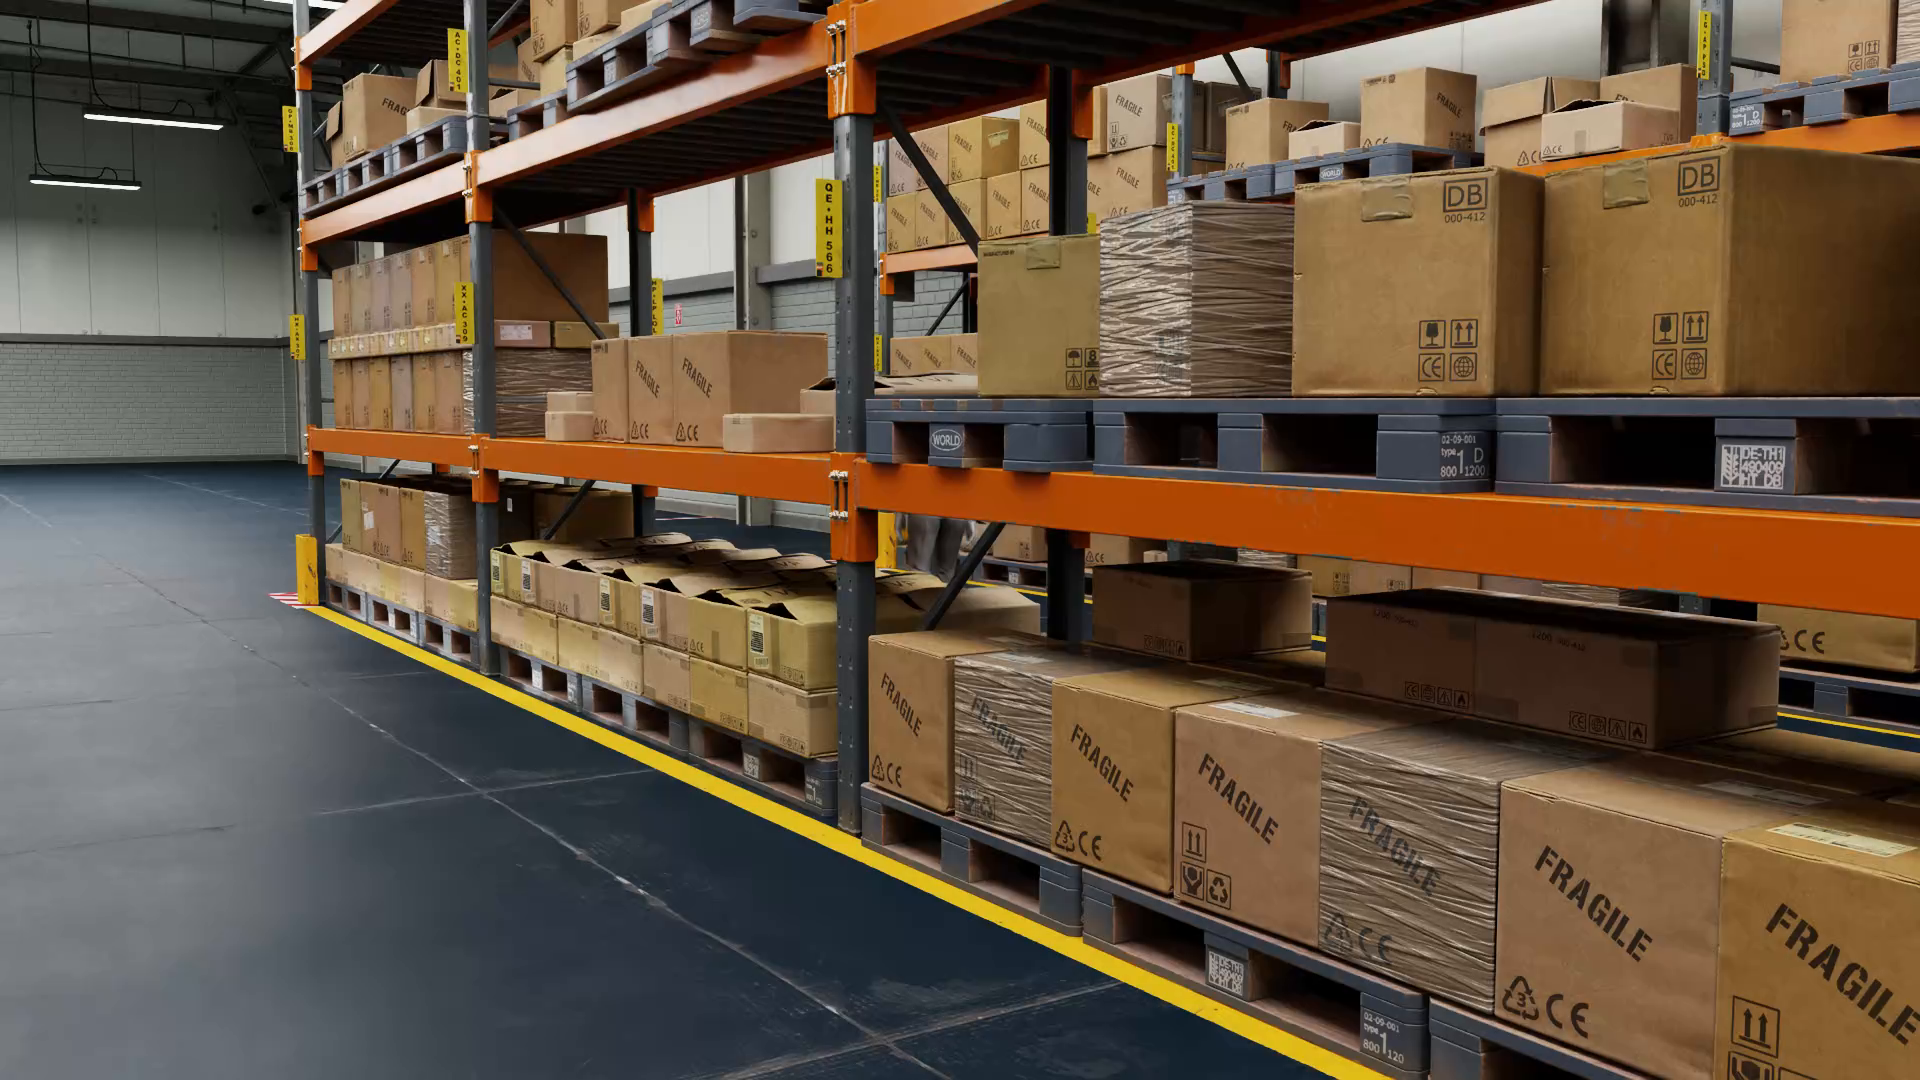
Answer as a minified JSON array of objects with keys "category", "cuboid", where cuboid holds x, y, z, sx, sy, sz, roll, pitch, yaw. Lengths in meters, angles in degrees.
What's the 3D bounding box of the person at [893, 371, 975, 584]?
[{"category":"person","cuboid":[-0.142,-0.156,9.651,0.494,1.653,0.786,-1,5,-12]}]
